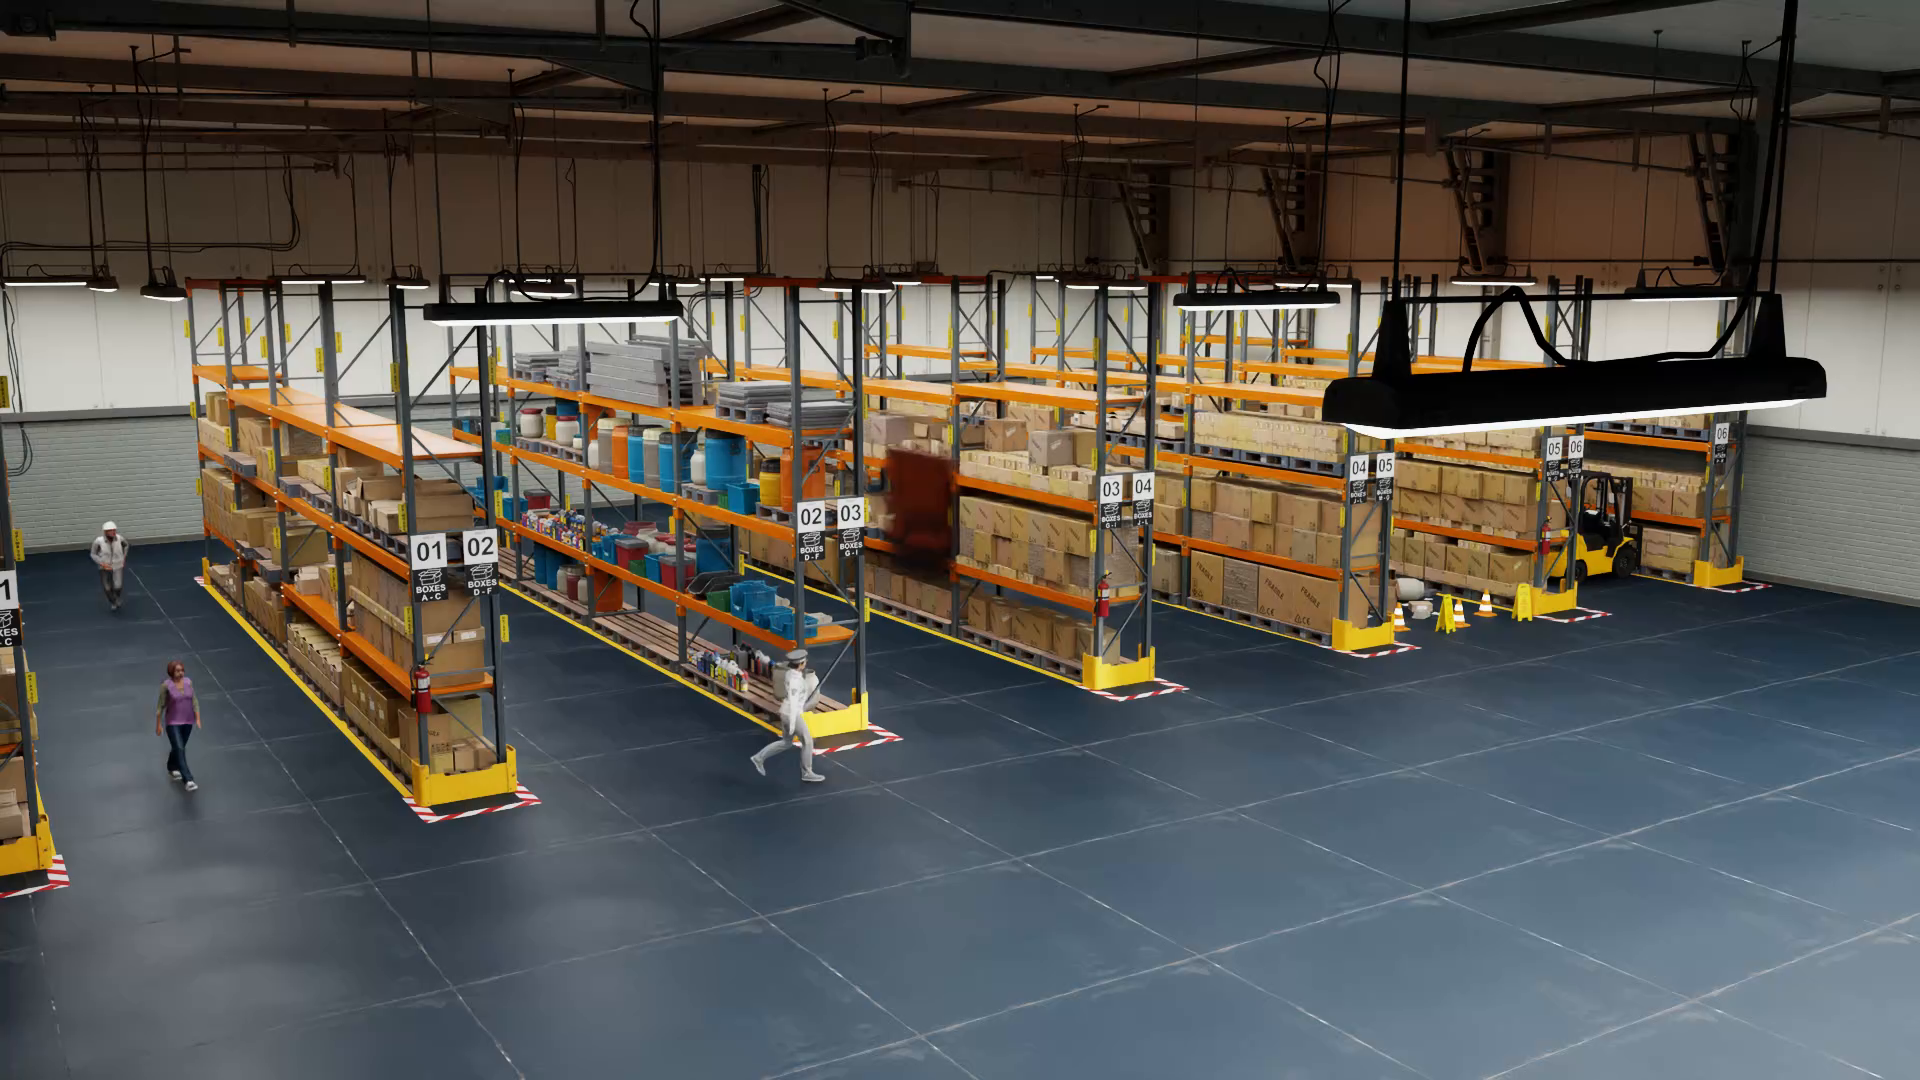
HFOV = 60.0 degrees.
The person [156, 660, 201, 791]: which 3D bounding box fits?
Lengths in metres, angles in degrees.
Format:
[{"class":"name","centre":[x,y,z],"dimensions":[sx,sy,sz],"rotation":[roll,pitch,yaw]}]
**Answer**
[{"class":"person","centre":[-9.403,2.211,20.081],"dimensions":[0.969,1.543,0.453],"rotation":[6,11,32]}]

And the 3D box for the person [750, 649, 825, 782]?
[{"class":"person","centre":[-2.098,2.136,20.310],"dimensions":[0.876,1.615,0.488],"rotation":[-1,10,-3]}]

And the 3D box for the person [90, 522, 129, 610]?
[{"class":"person","centre":[-15.396,0.471,30.163],"dimensions":[0.618,1.679,0.721],"rotation":[-4,10,-23]}]
